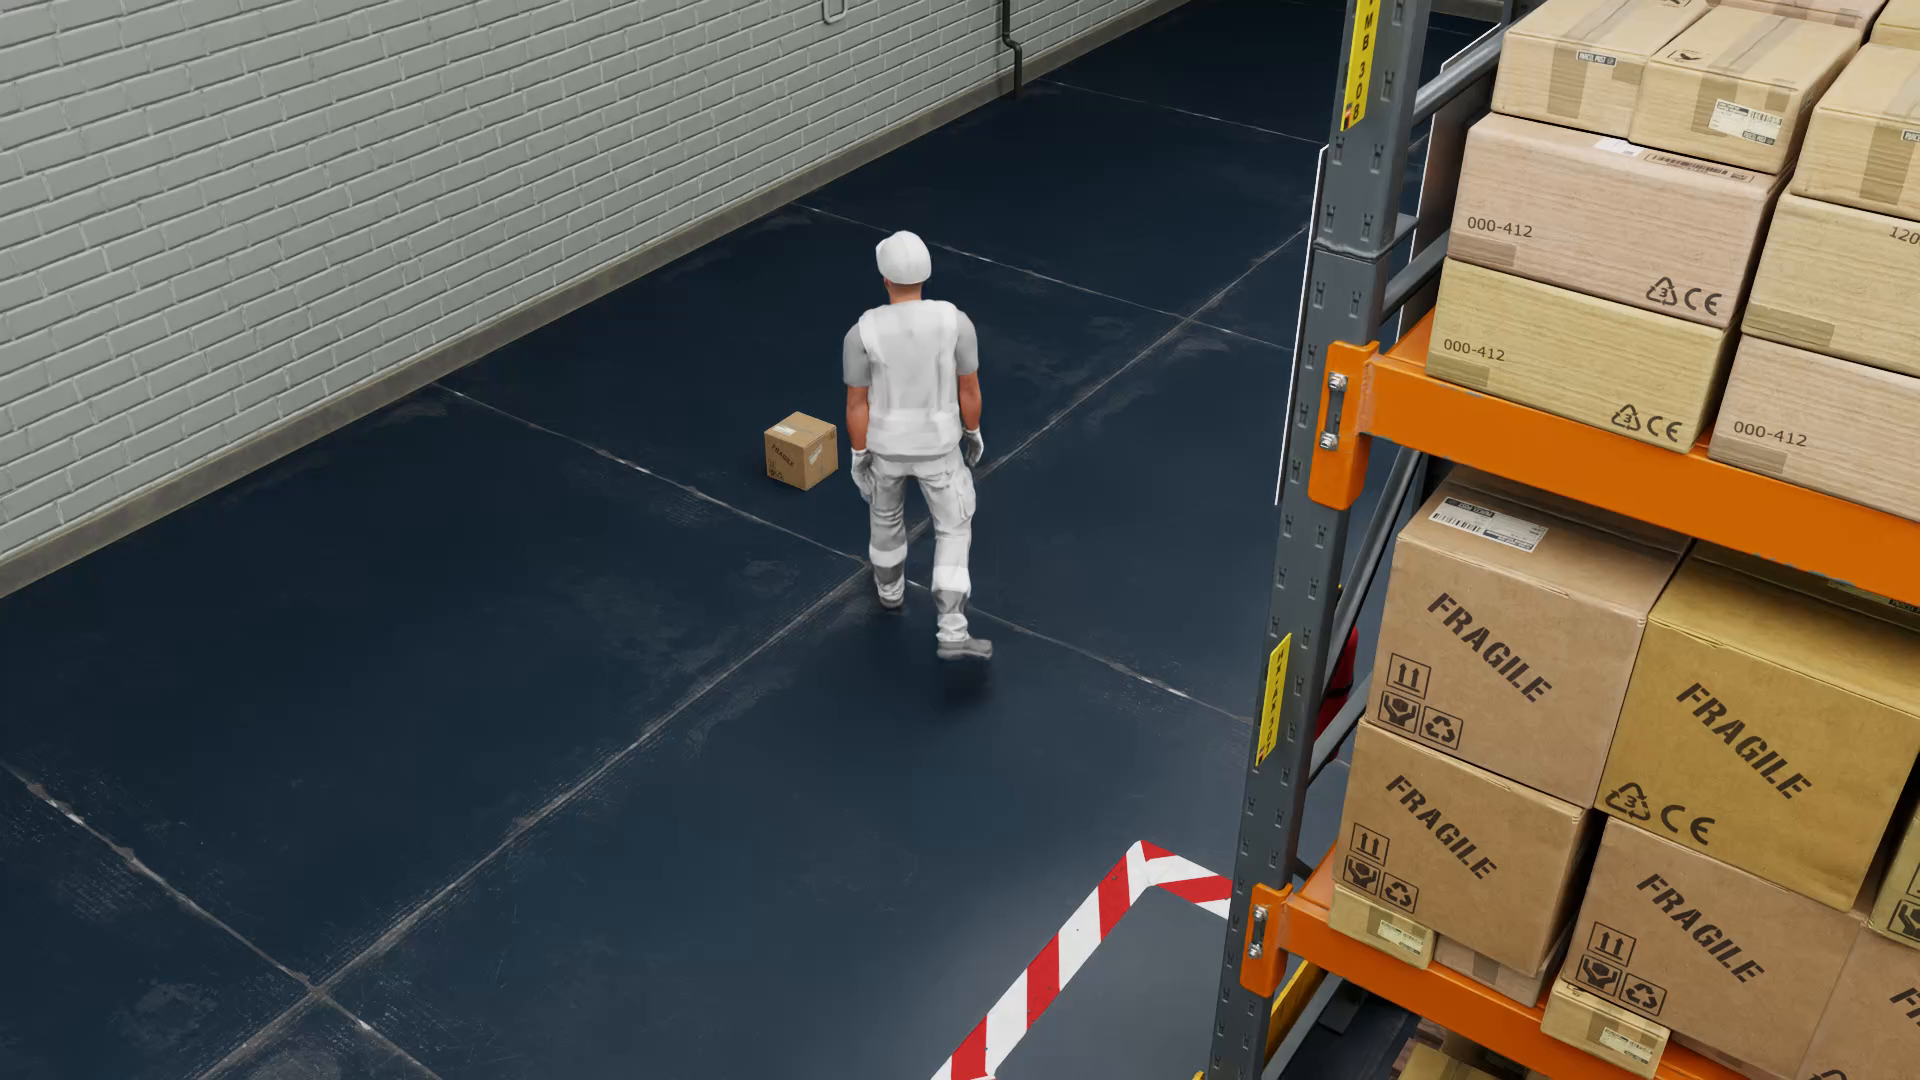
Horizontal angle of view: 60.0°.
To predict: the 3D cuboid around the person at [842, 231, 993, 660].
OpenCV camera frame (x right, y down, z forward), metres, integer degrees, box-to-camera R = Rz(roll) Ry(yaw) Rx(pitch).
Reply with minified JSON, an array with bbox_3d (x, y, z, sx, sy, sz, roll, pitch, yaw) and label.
[{"bbox_3d":[-0.164,-0.346,6.620,0.578,1.780,0.904,-1,34,-2],"label":"person"}]
